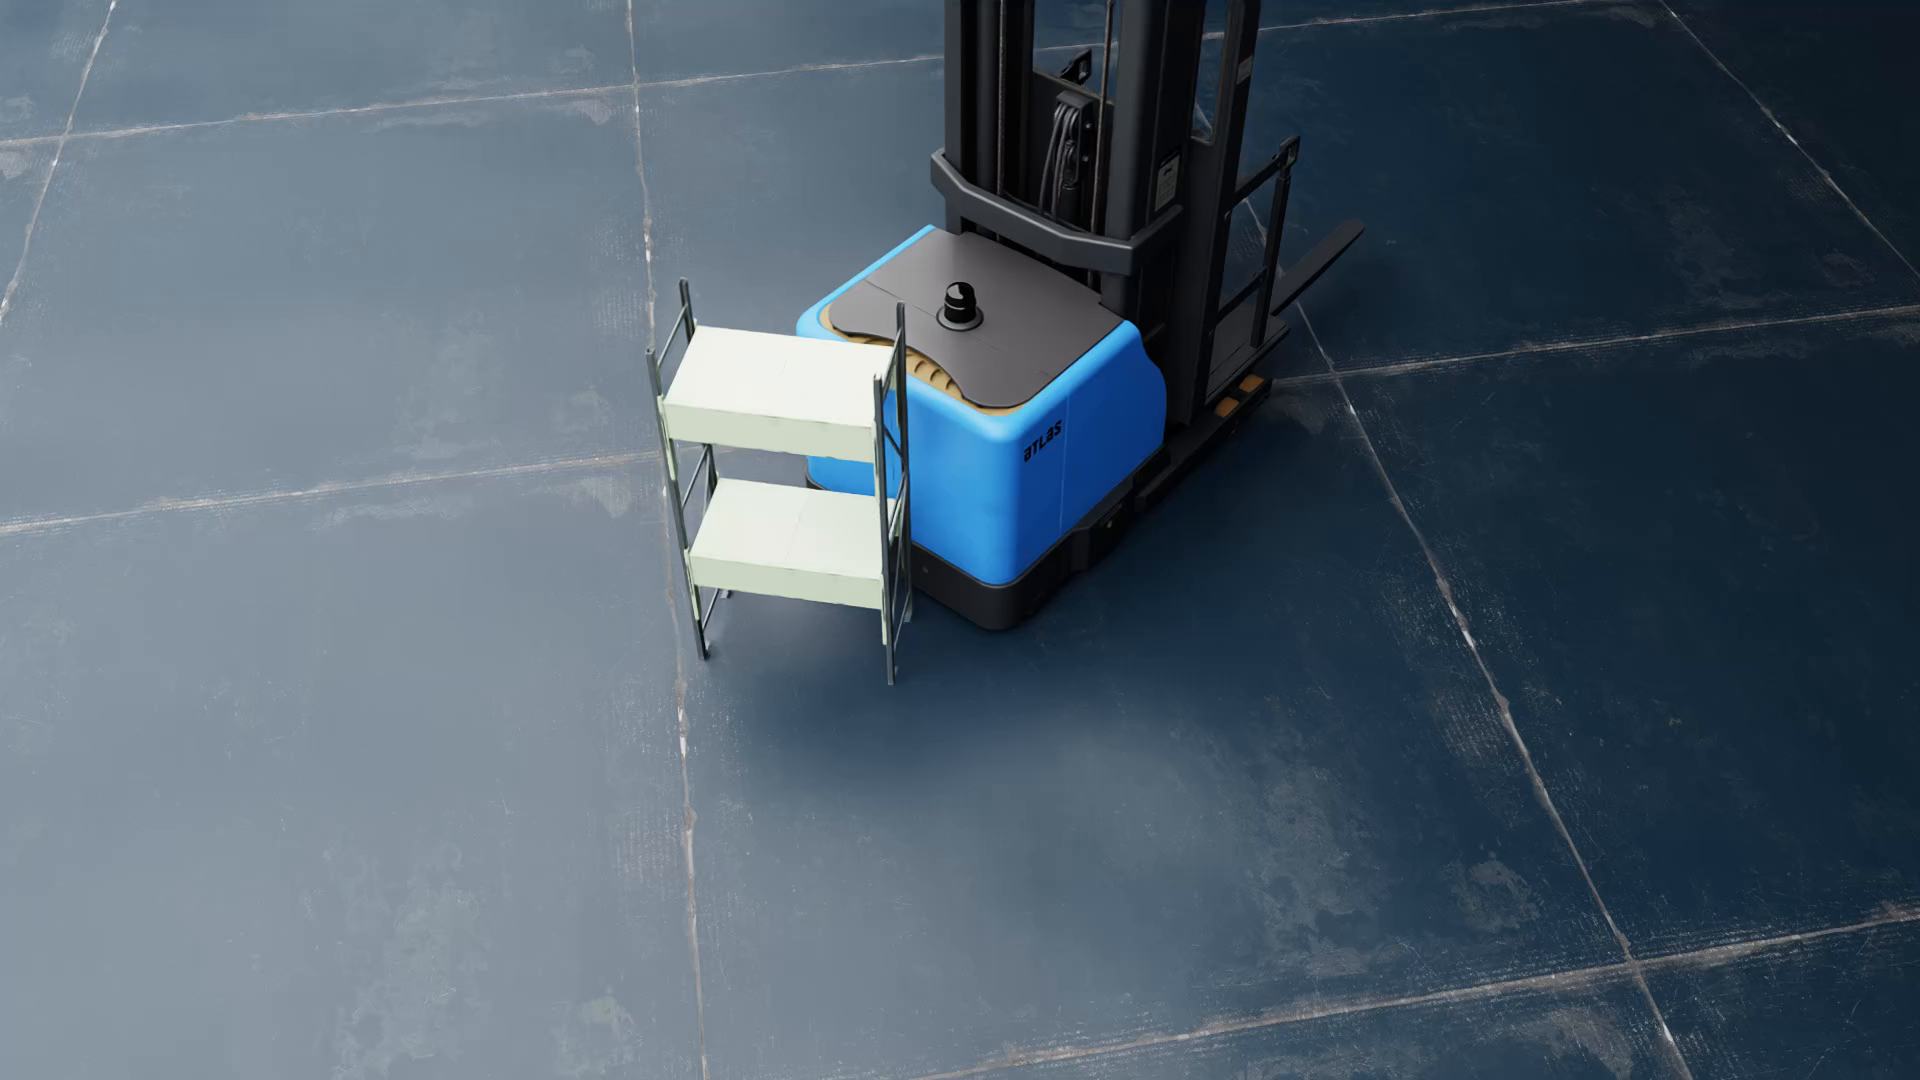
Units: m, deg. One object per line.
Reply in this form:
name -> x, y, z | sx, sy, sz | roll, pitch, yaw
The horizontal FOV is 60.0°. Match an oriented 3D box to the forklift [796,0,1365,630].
forklift -> 0.708, -1.675, 6.329 | 1.130, 2.935, 3.031 | 31, 53, 26

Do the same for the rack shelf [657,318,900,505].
rack shelf -> -0.586, -0.433, 5.584 | 0.720, 0.370, 0.431 | 7, 46, 7

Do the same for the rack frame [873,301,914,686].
rack frame -> -0.225, -0.117, 5.821 | 0.023, 1.500, 0.400 | 7, 46, 7

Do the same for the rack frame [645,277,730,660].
rack frame -> -0.947, -0.207, 5.908 | 0.023, 1.500, 0.400 | 7, 46, 7

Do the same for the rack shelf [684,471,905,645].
rack shelf -> -0.586, 0.064, 6.099 | 0.720, 0.370, 0.431 | 7, 46, 7

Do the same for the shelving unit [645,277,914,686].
shelving unit -> -0.586, -0.162, 5.865 | 0.755, 1.500, 0.431 | 7, 46, 7
